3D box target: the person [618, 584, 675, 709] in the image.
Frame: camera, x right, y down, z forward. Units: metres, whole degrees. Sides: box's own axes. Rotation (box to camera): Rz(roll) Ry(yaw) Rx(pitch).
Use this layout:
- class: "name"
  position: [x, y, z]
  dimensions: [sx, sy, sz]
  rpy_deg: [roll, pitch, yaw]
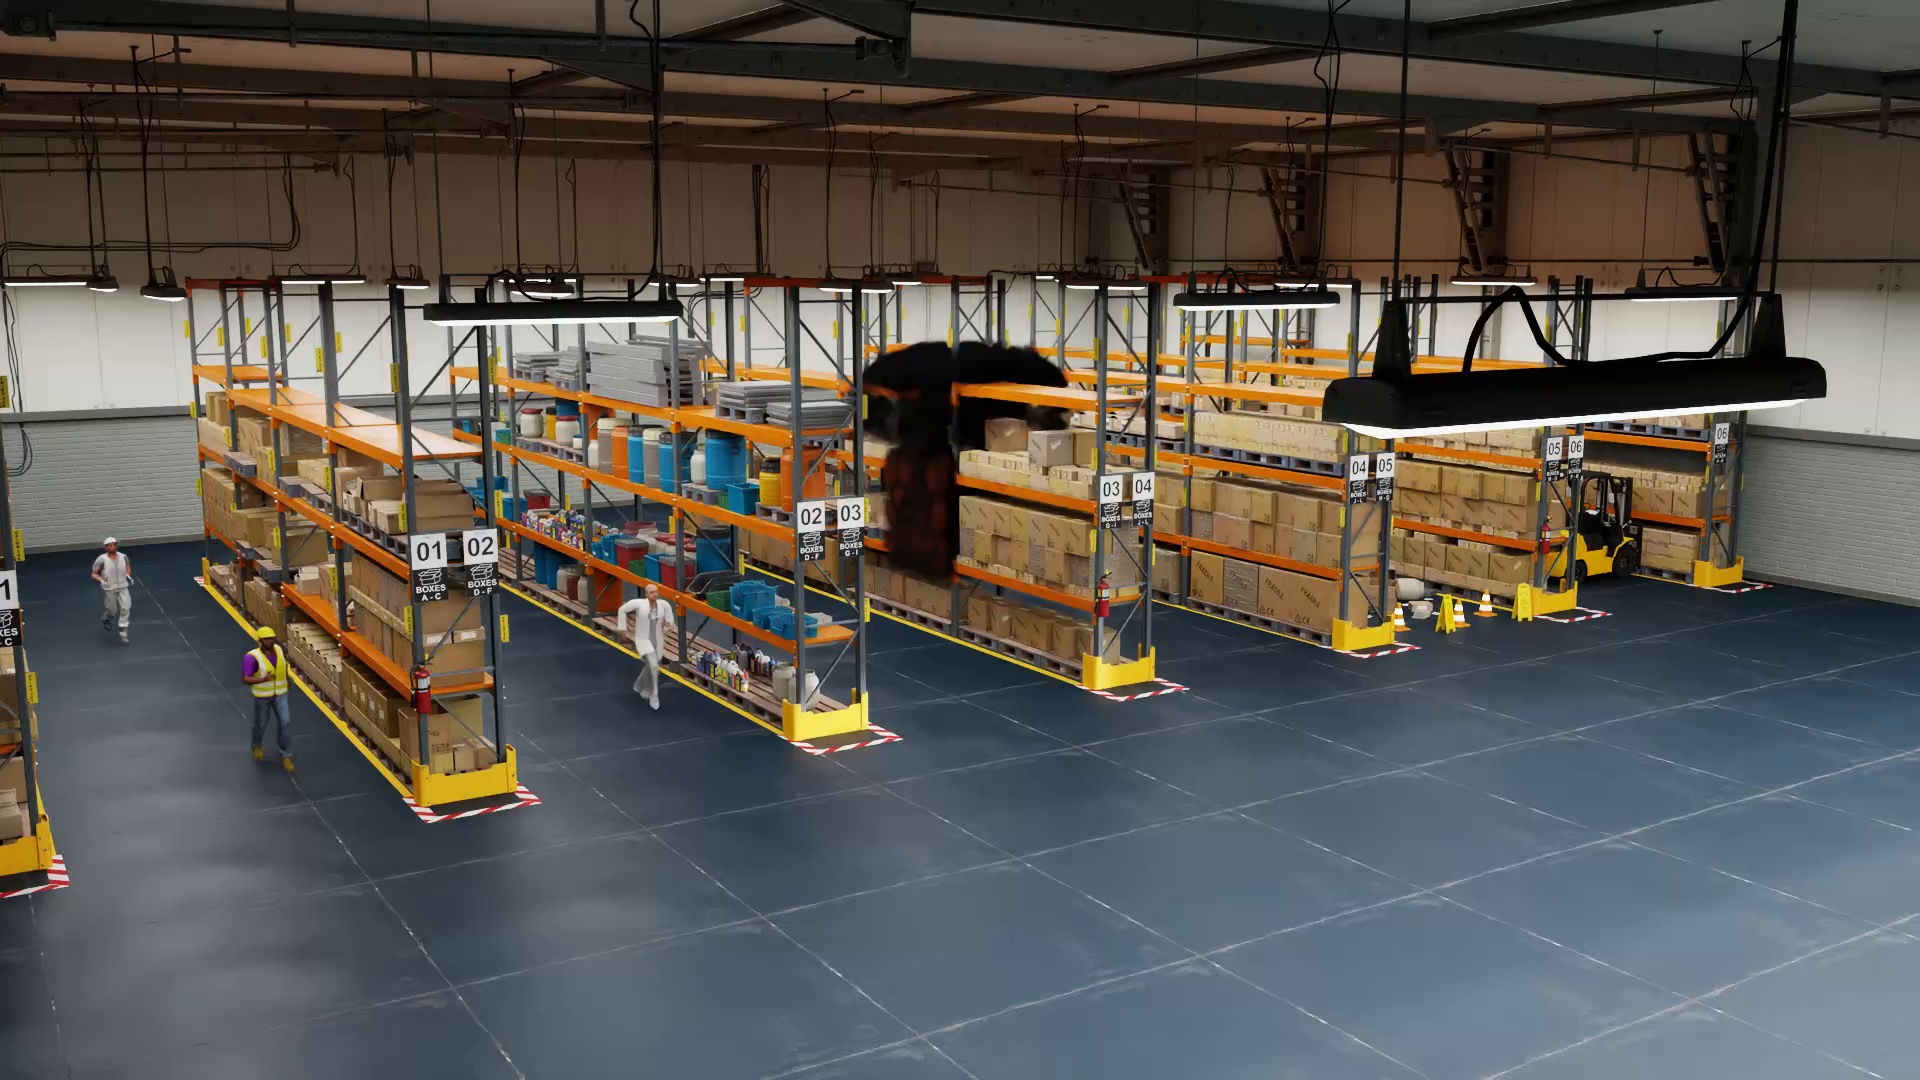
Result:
- class: "person"
  position: [-4.467, 1.544, 23.817]
  dimensions: [0.744, 1.716, 0.913]
  rpy_deg: [-7, 12, -34]

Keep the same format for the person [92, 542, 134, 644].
- class: "person"
  position: [-14.148, 0.847, 27.842]
  dimensions: [0.863, 1.724, 0.657]
  rpy_deg: [9, 13, 43]

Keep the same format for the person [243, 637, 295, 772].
- class: "person"
  position: [-8.698, 1.982, 20.916]
  dimensions: [0.681, 1.766, 0.897]
  rpy_deg: [-9, 13, -44]
